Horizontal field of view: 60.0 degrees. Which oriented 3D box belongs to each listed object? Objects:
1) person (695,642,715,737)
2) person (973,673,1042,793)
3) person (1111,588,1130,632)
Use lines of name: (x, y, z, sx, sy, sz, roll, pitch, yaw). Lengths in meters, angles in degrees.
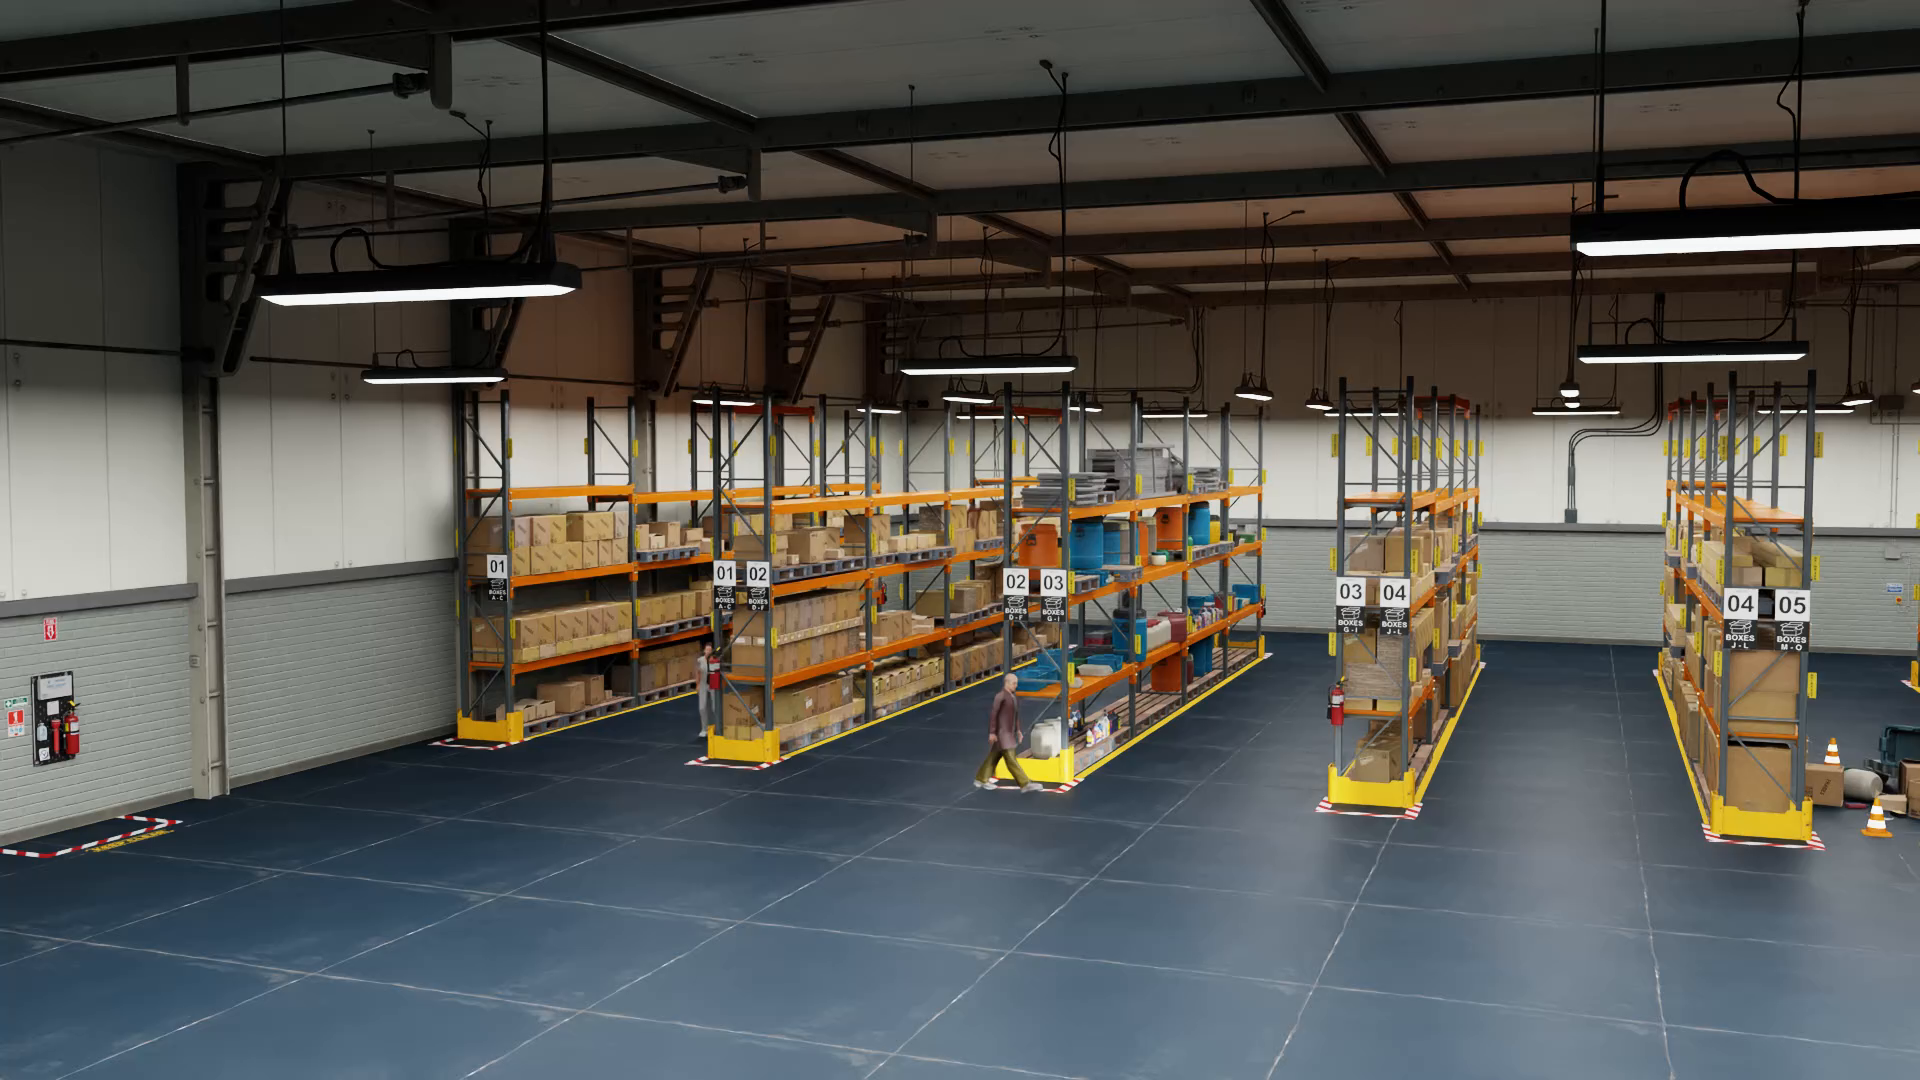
person: (-4.374, 2.584, 29.095, 0.494, 1.653, 0.593, 0, 3, 2)
person: (0.717, 2.792, 24.119, 1.146, 1.716, 0.586, 1, 3, 19)
person: (4.204, 1.787, 42.614, 0.619, 1.715, 0.577, 3, 4, 40)
